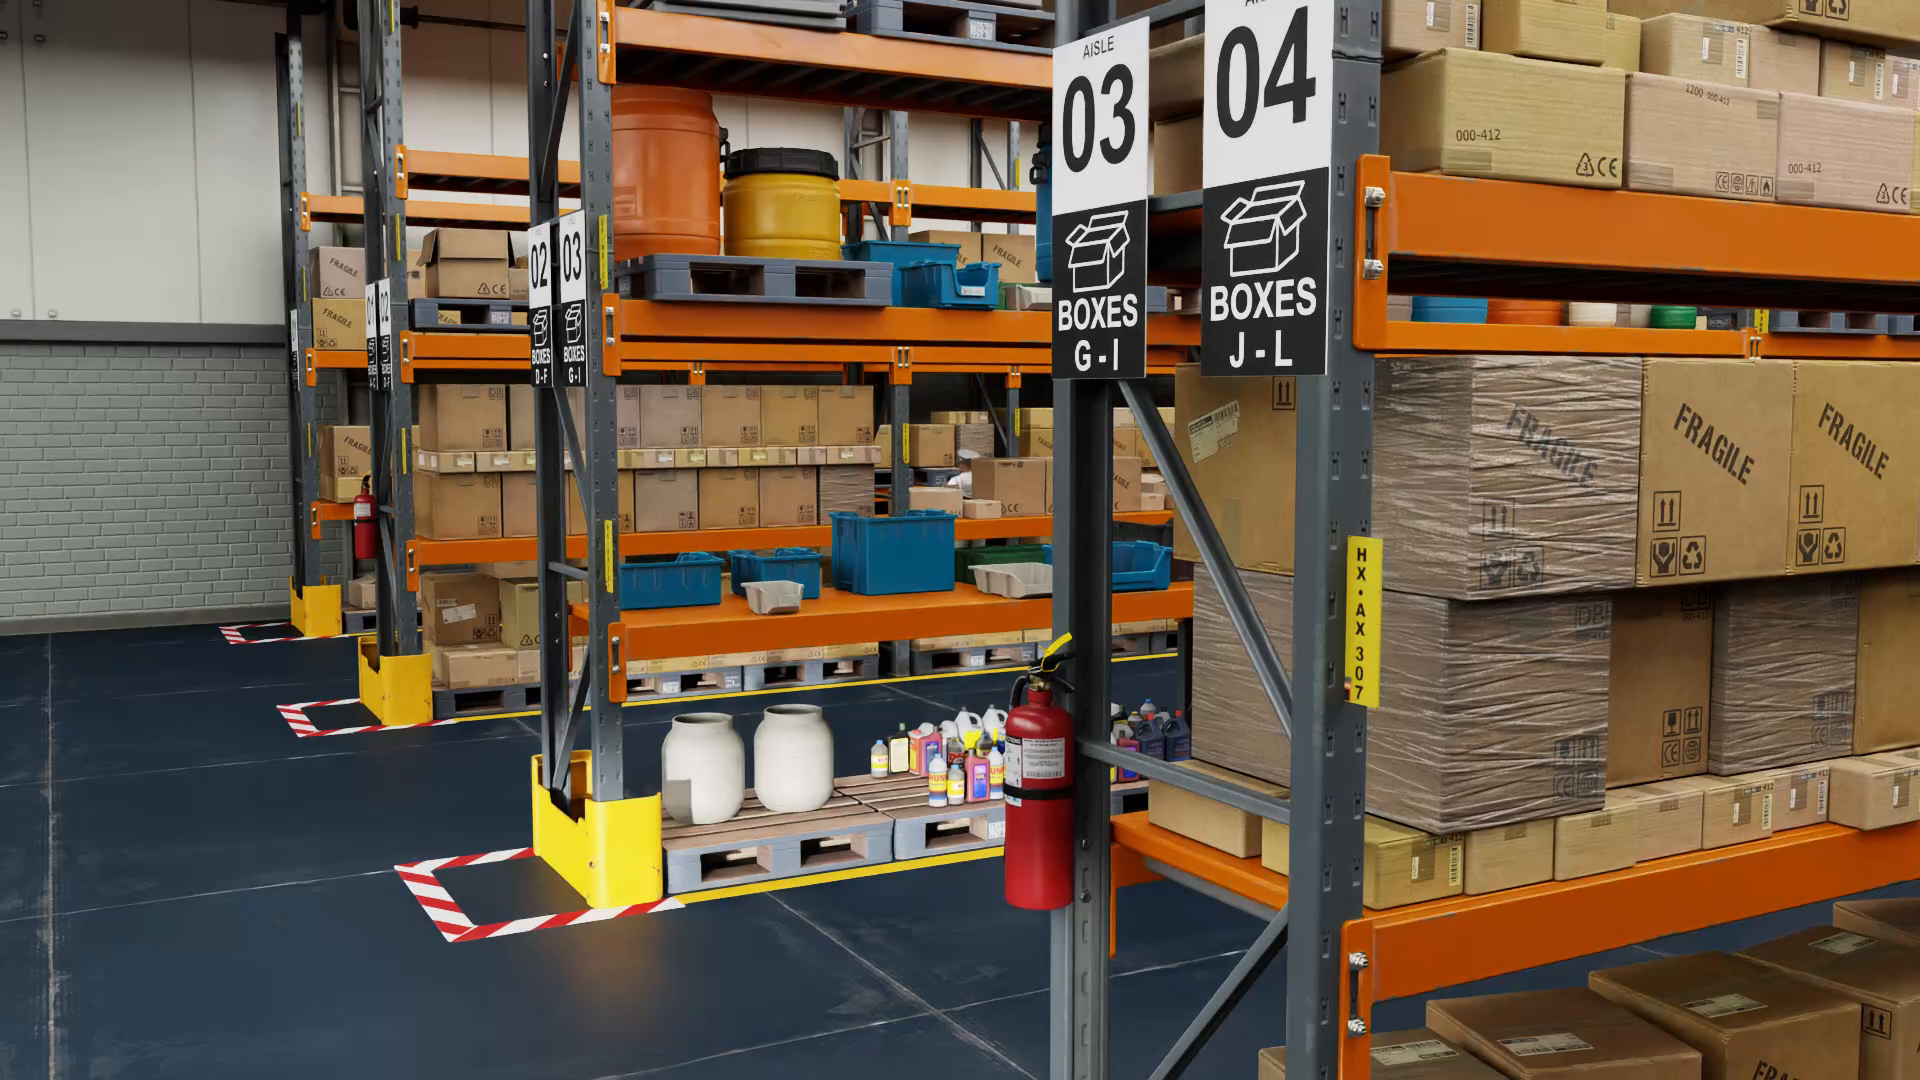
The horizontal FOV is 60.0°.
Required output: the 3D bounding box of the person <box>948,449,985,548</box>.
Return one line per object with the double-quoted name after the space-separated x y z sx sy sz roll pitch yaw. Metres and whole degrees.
0.062 -0.105 18.321 0.527 1.774 0.395 -3 6 -28 "person"
